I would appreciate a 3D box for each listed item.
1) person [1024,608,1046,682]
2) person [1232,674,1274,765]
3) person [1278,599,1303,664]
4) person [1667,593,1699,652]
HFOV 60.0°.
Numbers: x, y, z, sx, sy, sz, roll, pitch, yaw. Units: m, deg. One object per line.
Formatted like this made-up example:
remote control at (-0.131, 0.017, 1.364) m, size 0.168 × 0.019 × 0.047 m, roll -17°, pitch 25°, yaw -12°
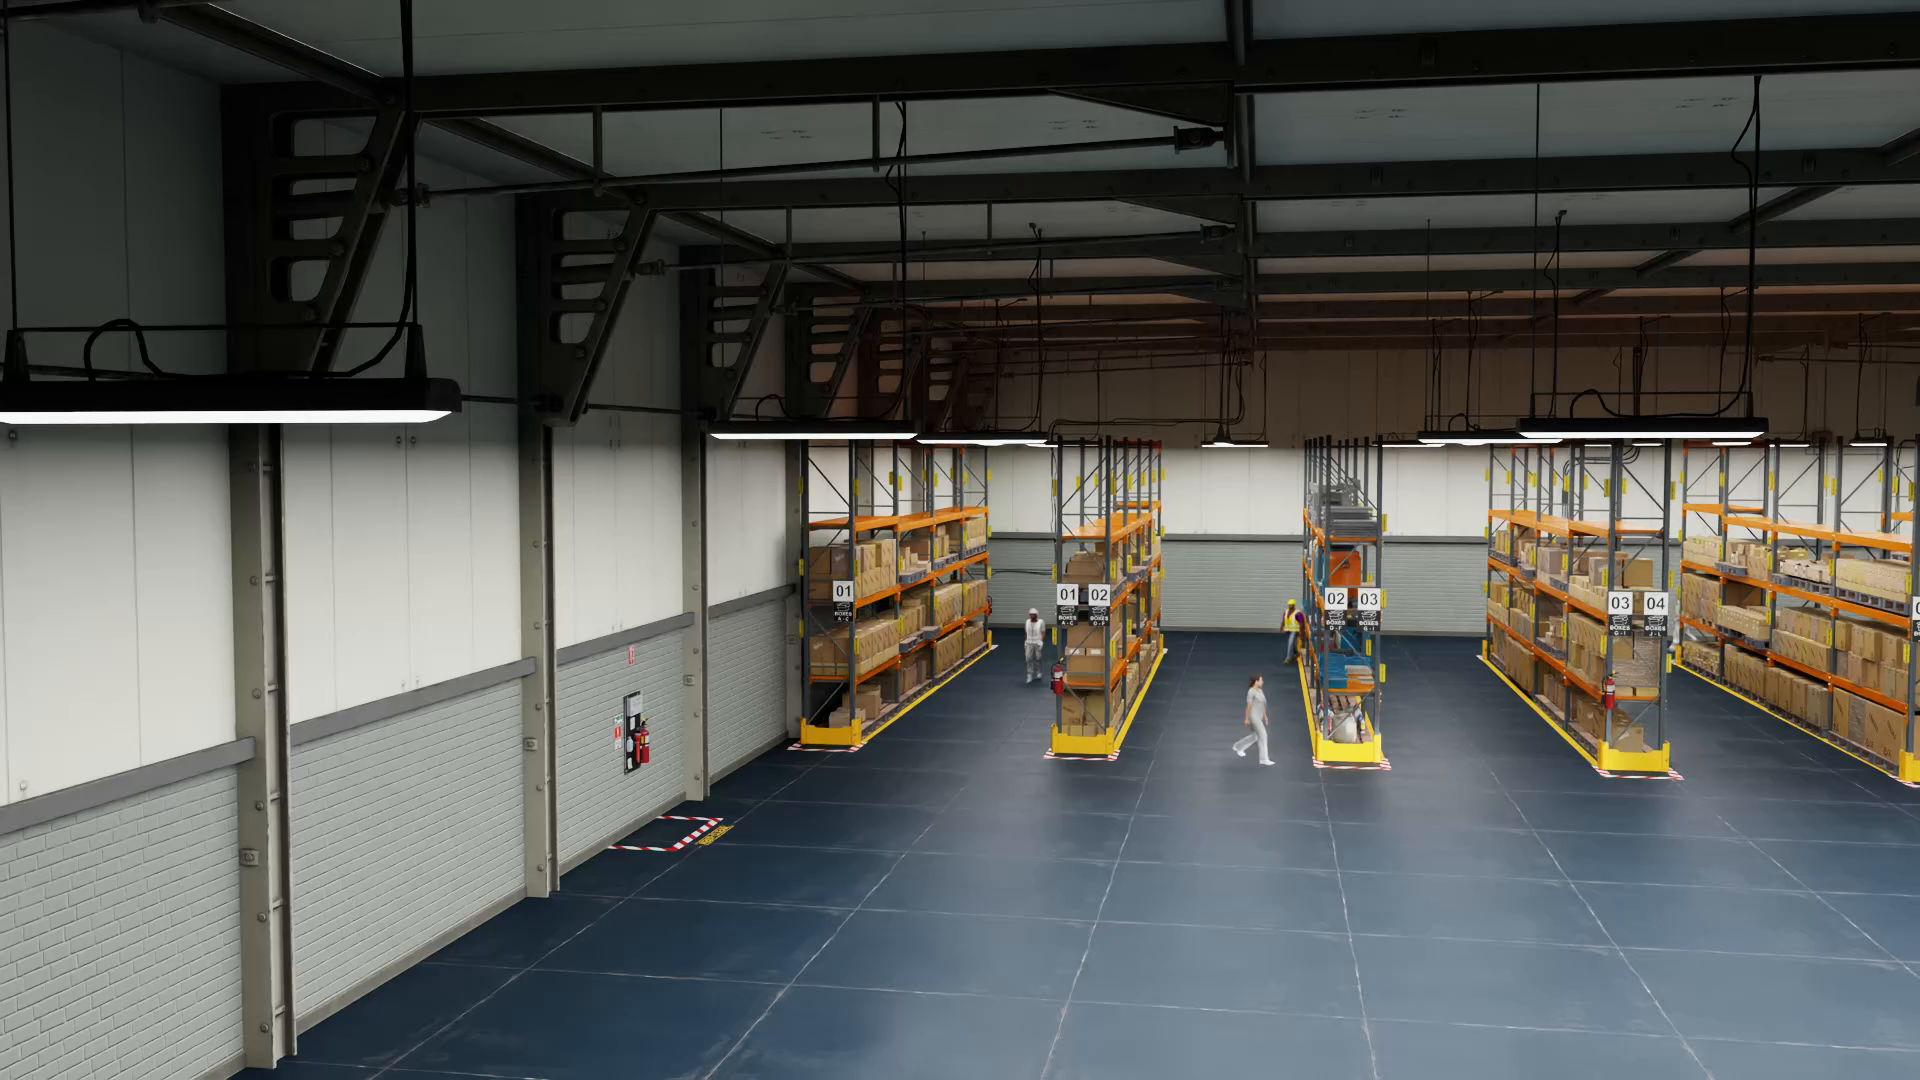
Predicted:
person at (1.838, 2.611, 41.340) m, size 0.585 × 1.824 × 0.688 m, roll 1°, pitch 3°, yaw 18°
person at (5.395, 3.256, 30.512) m, size 0.956 × 1.619 × 0.450 m, roll 2°, pitch 4°, yaw 35°
person at (8.901, 2.442, 44.627) m, size 0.634 × 1.714 × 1.108 m, roll 3°, pitch 4°, yaw 41°
person at (20.514, 2.299, 47.165) m, size 1.057 × 1.750 × 0.559 m, roll 0°, pitch 3°, yaw 7°
